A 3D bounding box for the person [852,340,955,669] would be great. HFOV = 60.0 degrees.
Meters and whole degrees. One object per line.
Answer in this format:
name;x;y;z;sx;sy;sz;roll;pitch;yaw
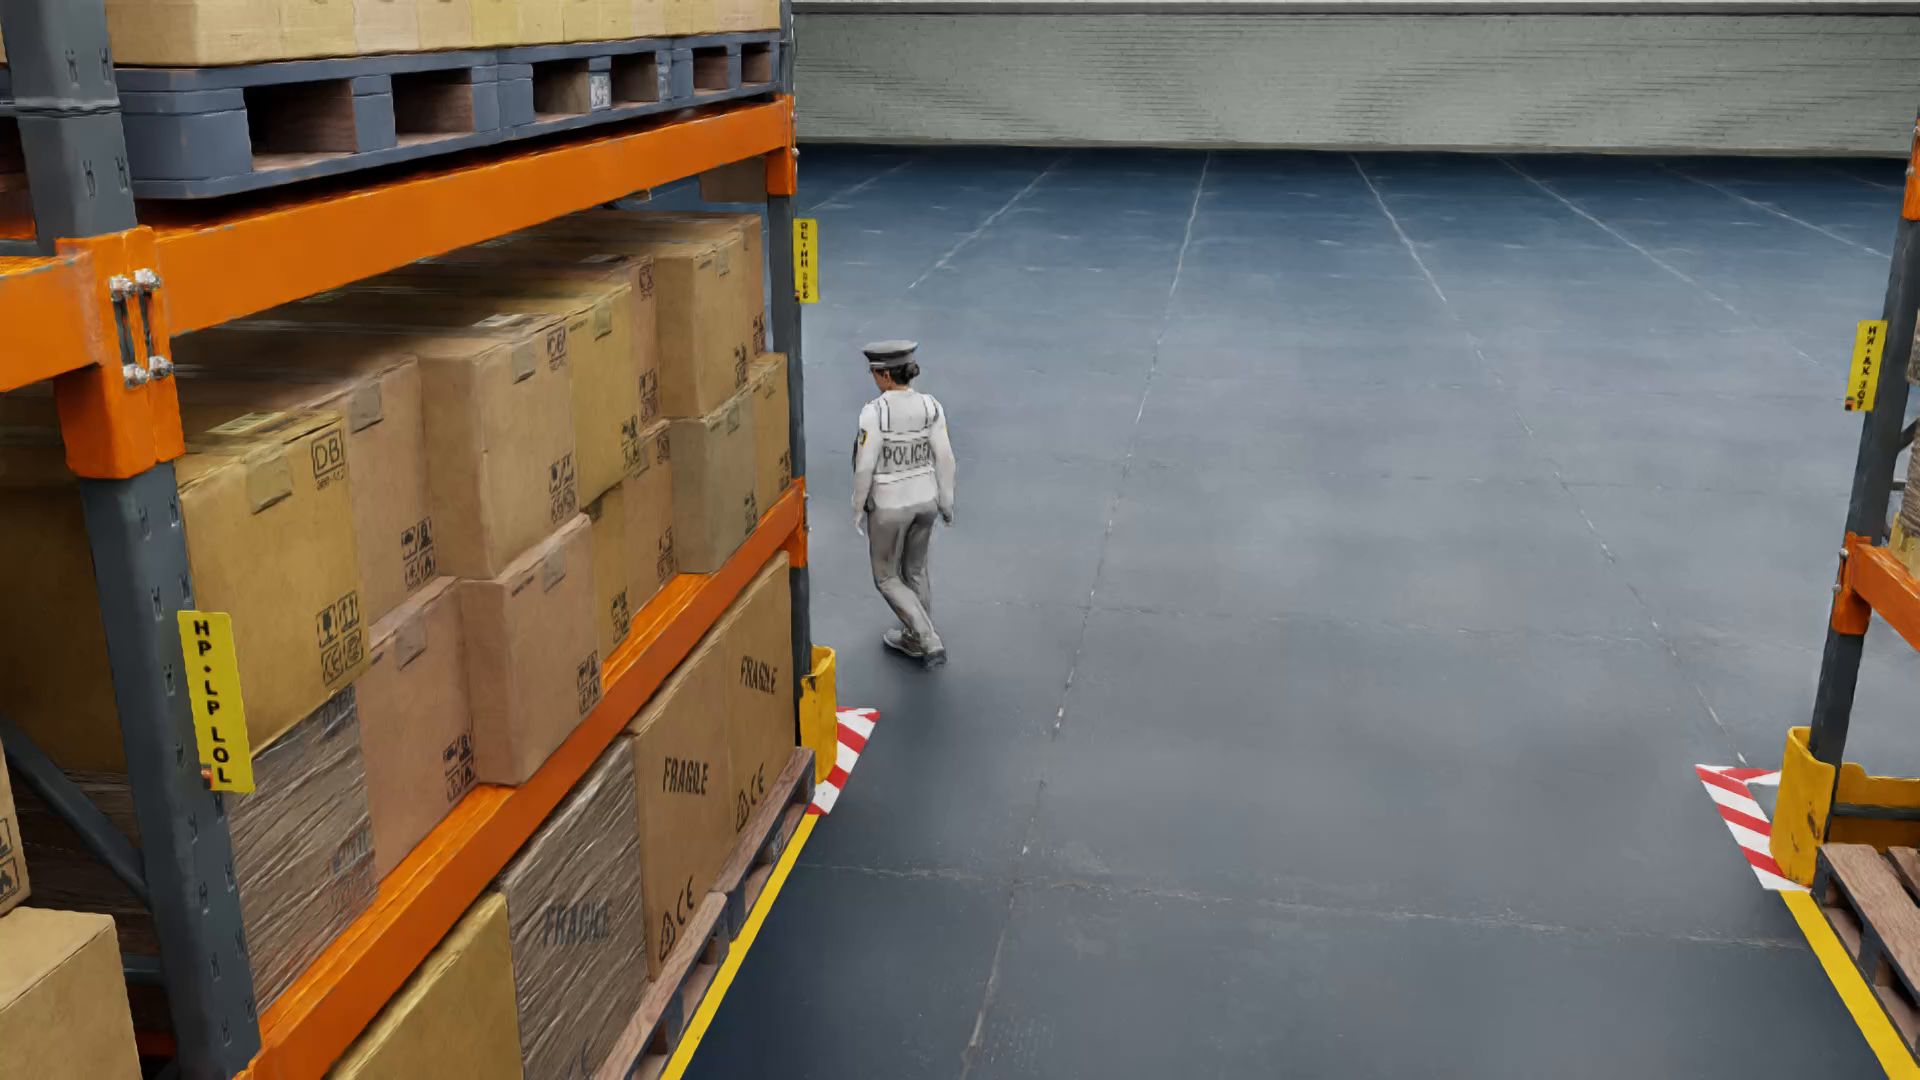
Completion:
person;-0.269;-0.146;7.992;0.534;1.640;0.698;-14;23;-37
